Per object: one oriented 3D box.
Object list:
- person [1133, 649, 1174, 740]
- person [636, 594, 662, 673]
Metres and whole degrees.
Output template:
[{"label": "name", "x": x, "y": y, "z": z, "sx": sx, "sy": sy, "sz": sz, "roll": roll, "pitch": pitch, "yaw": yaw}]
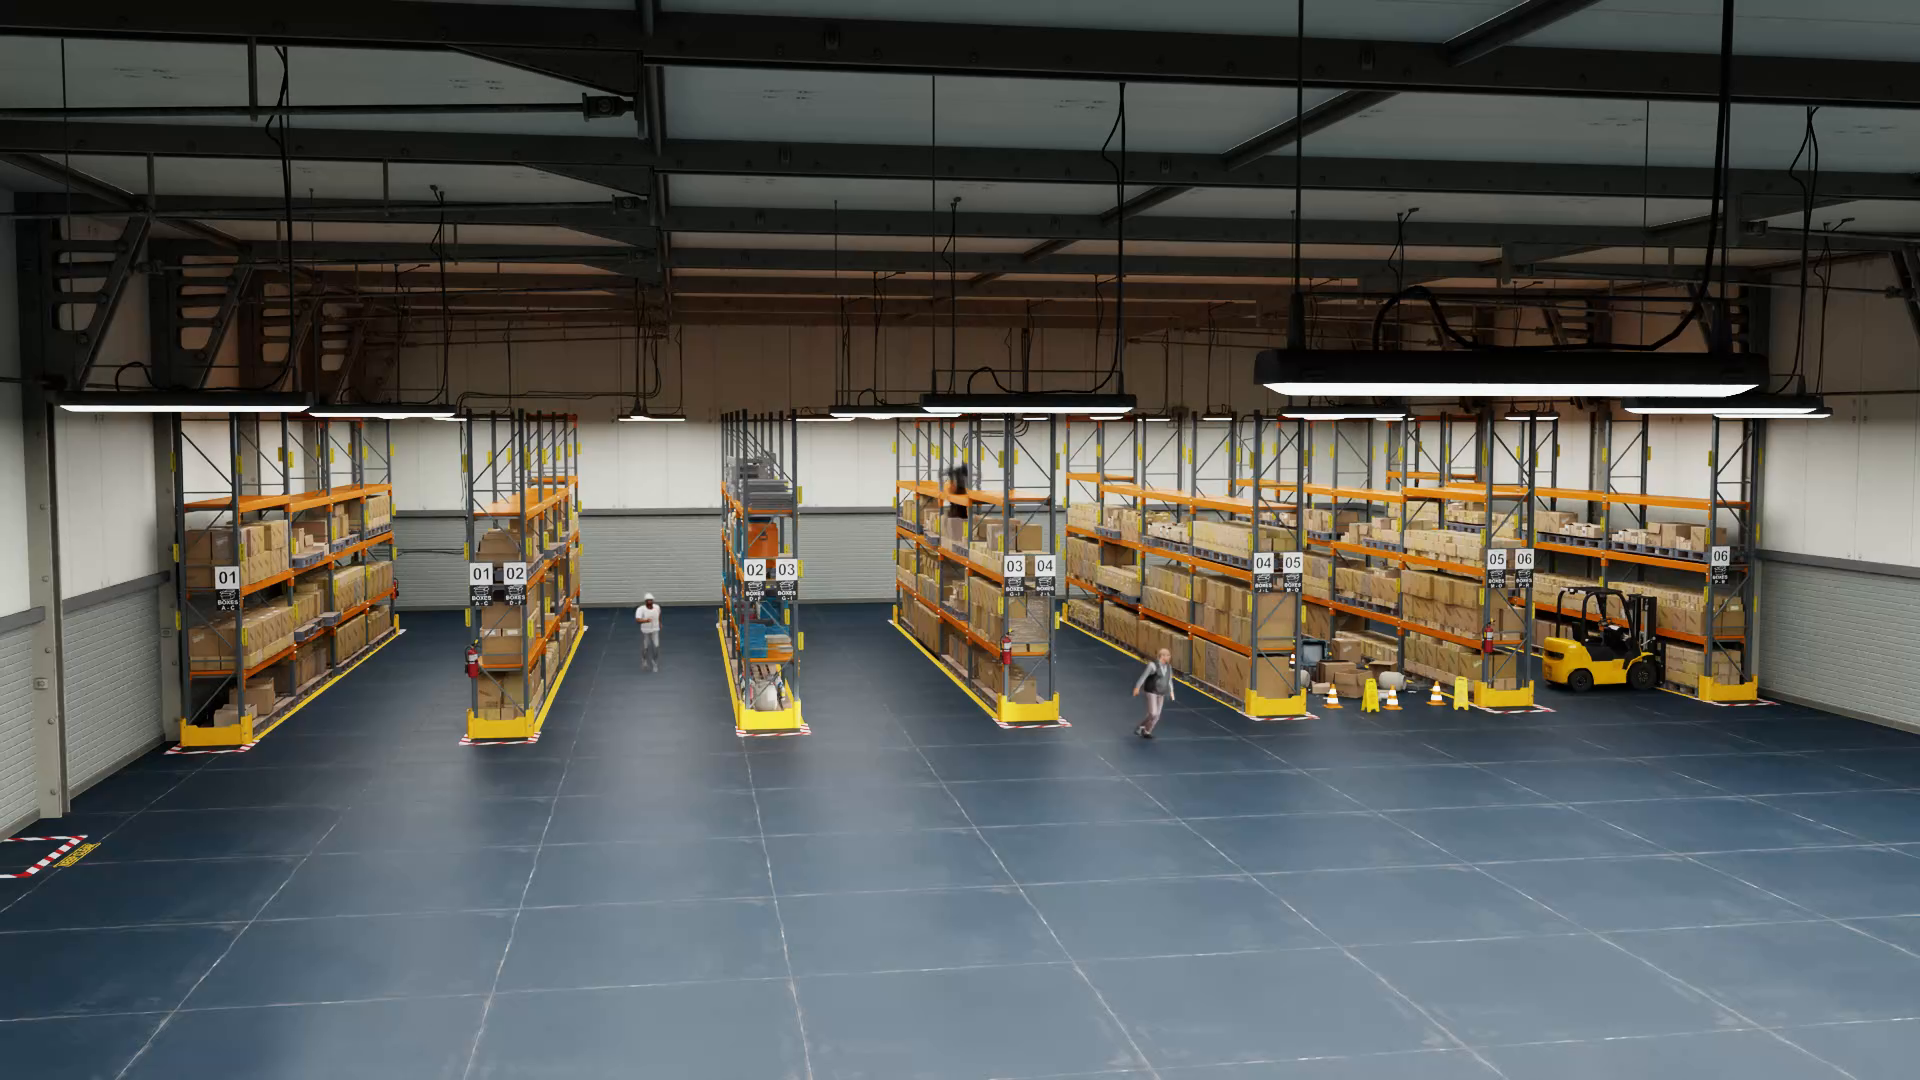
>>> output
[{"label": "person", "x": 3.514, "y": 2.790, "z": 30.122, "sx": 0.687, "sy": 1.677, "sz": 0.562, "roll": -3, "pitch": 5, "yaw": -36}, {"label": "person", "x": -7.204, "y": 2.146, "z": 38.567, "sx": 0.660, "sy": 1.822, "sz": 0.871, "roll": -2, "pitch": 4, "yaw": -23}]
